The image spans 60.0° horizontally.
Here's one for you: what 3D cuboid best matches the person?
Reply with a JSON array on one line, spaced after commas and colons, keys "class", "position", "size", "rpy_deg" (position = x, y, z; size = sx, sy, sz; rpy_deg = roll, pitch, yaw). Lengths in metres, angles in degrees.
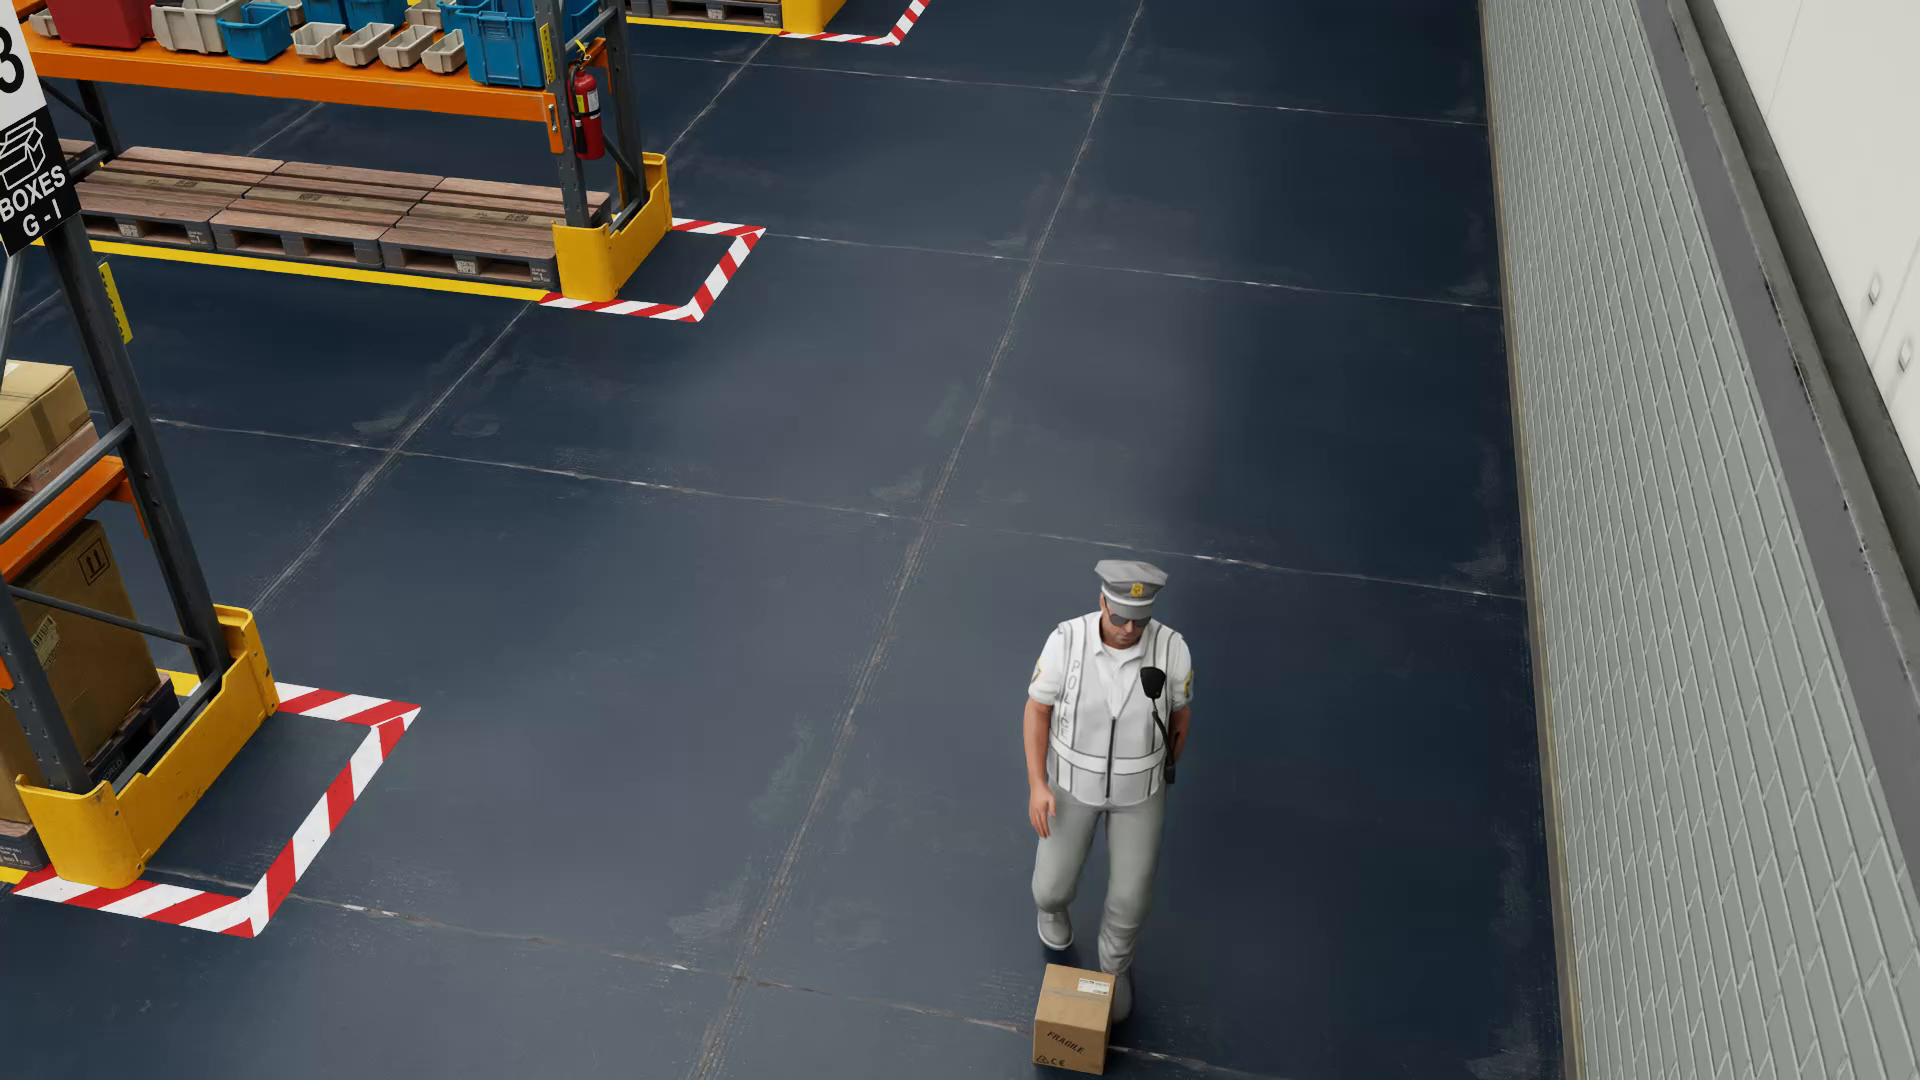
[{"class": "person", "position": [0.504, 0.890, 5.808], "size": [0.582, 1.742, 0.641], "rpy_deg": [2, 36, 3]}]
